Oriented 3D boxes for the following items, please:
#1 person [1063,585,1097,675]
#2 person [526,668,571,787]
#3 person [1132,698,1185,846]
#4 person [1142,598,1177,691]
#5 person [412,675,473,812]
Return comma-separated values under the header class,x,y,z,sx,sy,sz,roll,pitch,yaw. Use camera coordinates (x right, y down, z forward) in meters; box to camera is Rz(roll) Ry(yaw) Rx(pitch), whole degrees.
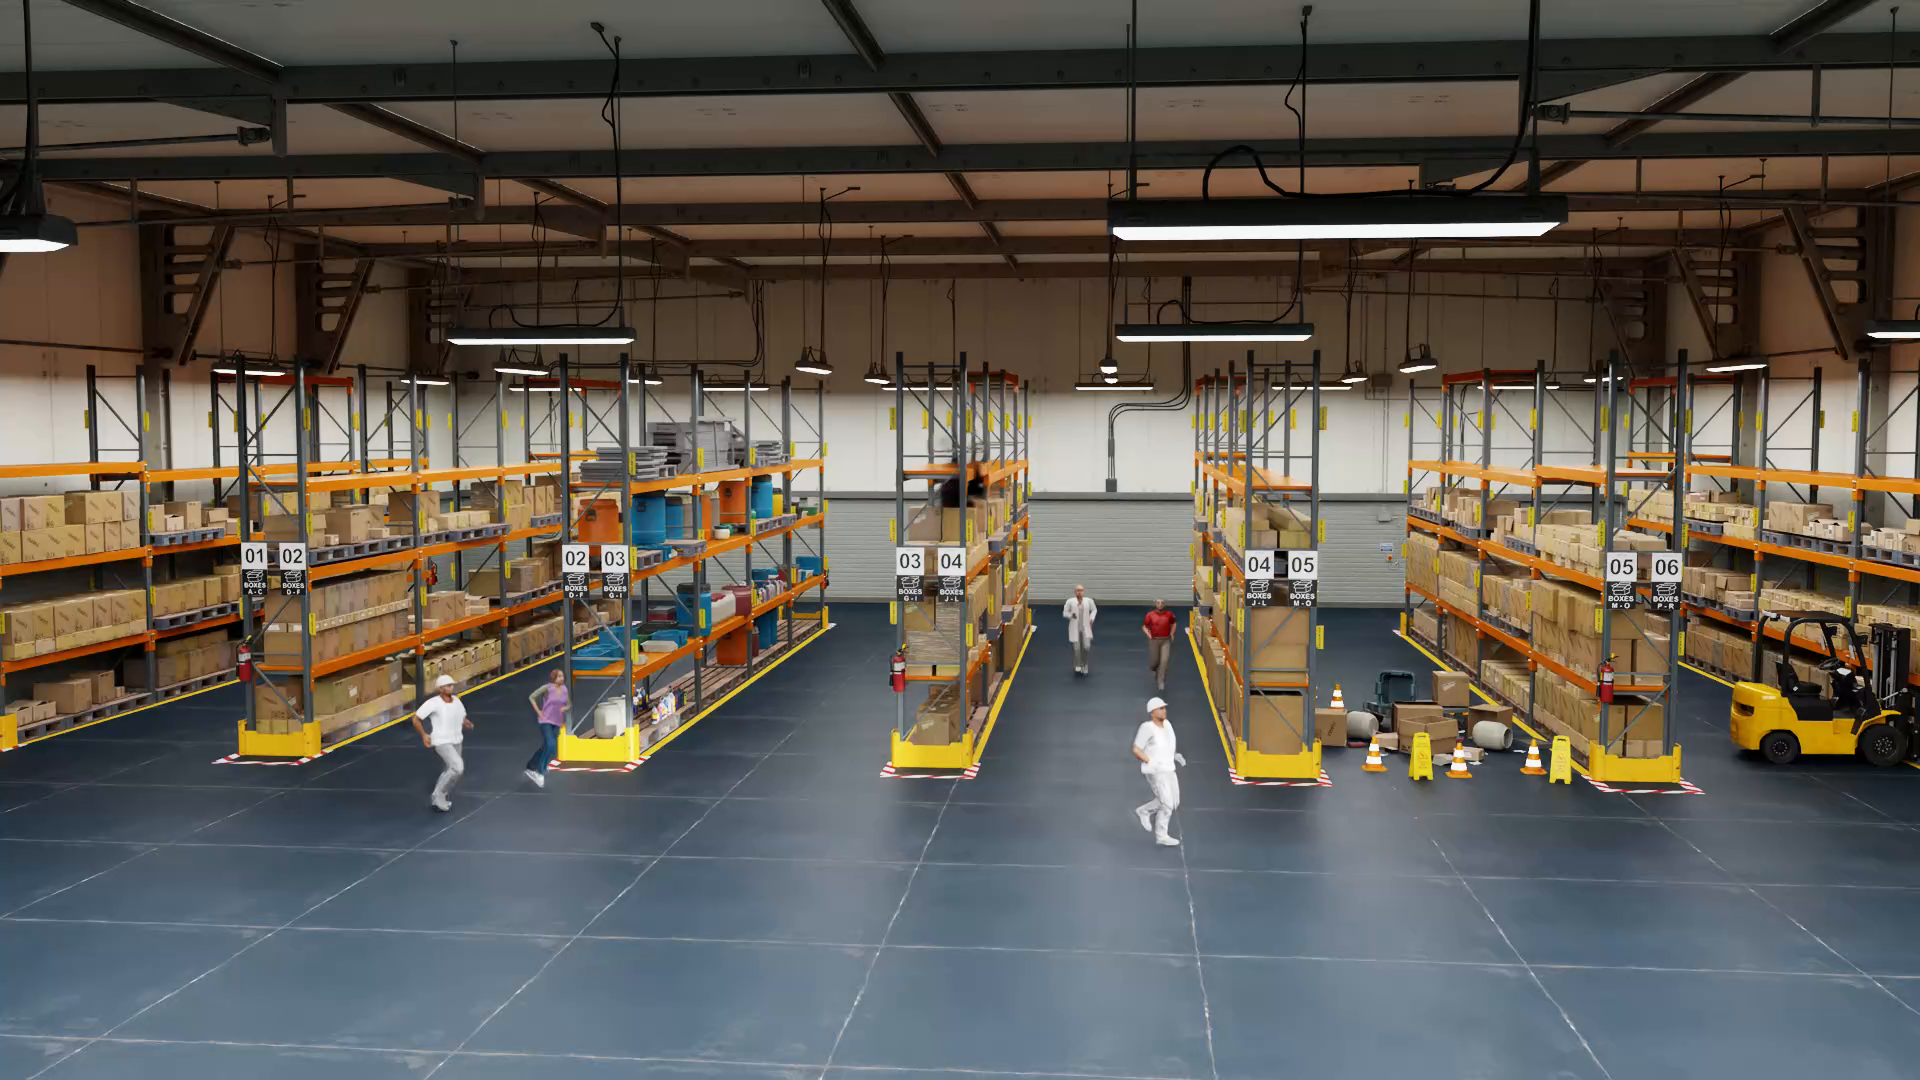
class,x,y,z,sx,sy,sz,roll,pitch,yaw
person,2.384,1.790,32.890,0.692,1.786,0.720,0,4,-1
person,-5.720,2.588,23.123,0.639,1.589,0.593,3,5,39
person,2.325,2.733,19.733,0.675,1.735,0.685,4,5,41
person,3.770,1.943,31.339,0.663,1.717,0.816,0,4,0
person,-6.555,2.604,21.337,0.673,1.739,0.676,2,4,24
